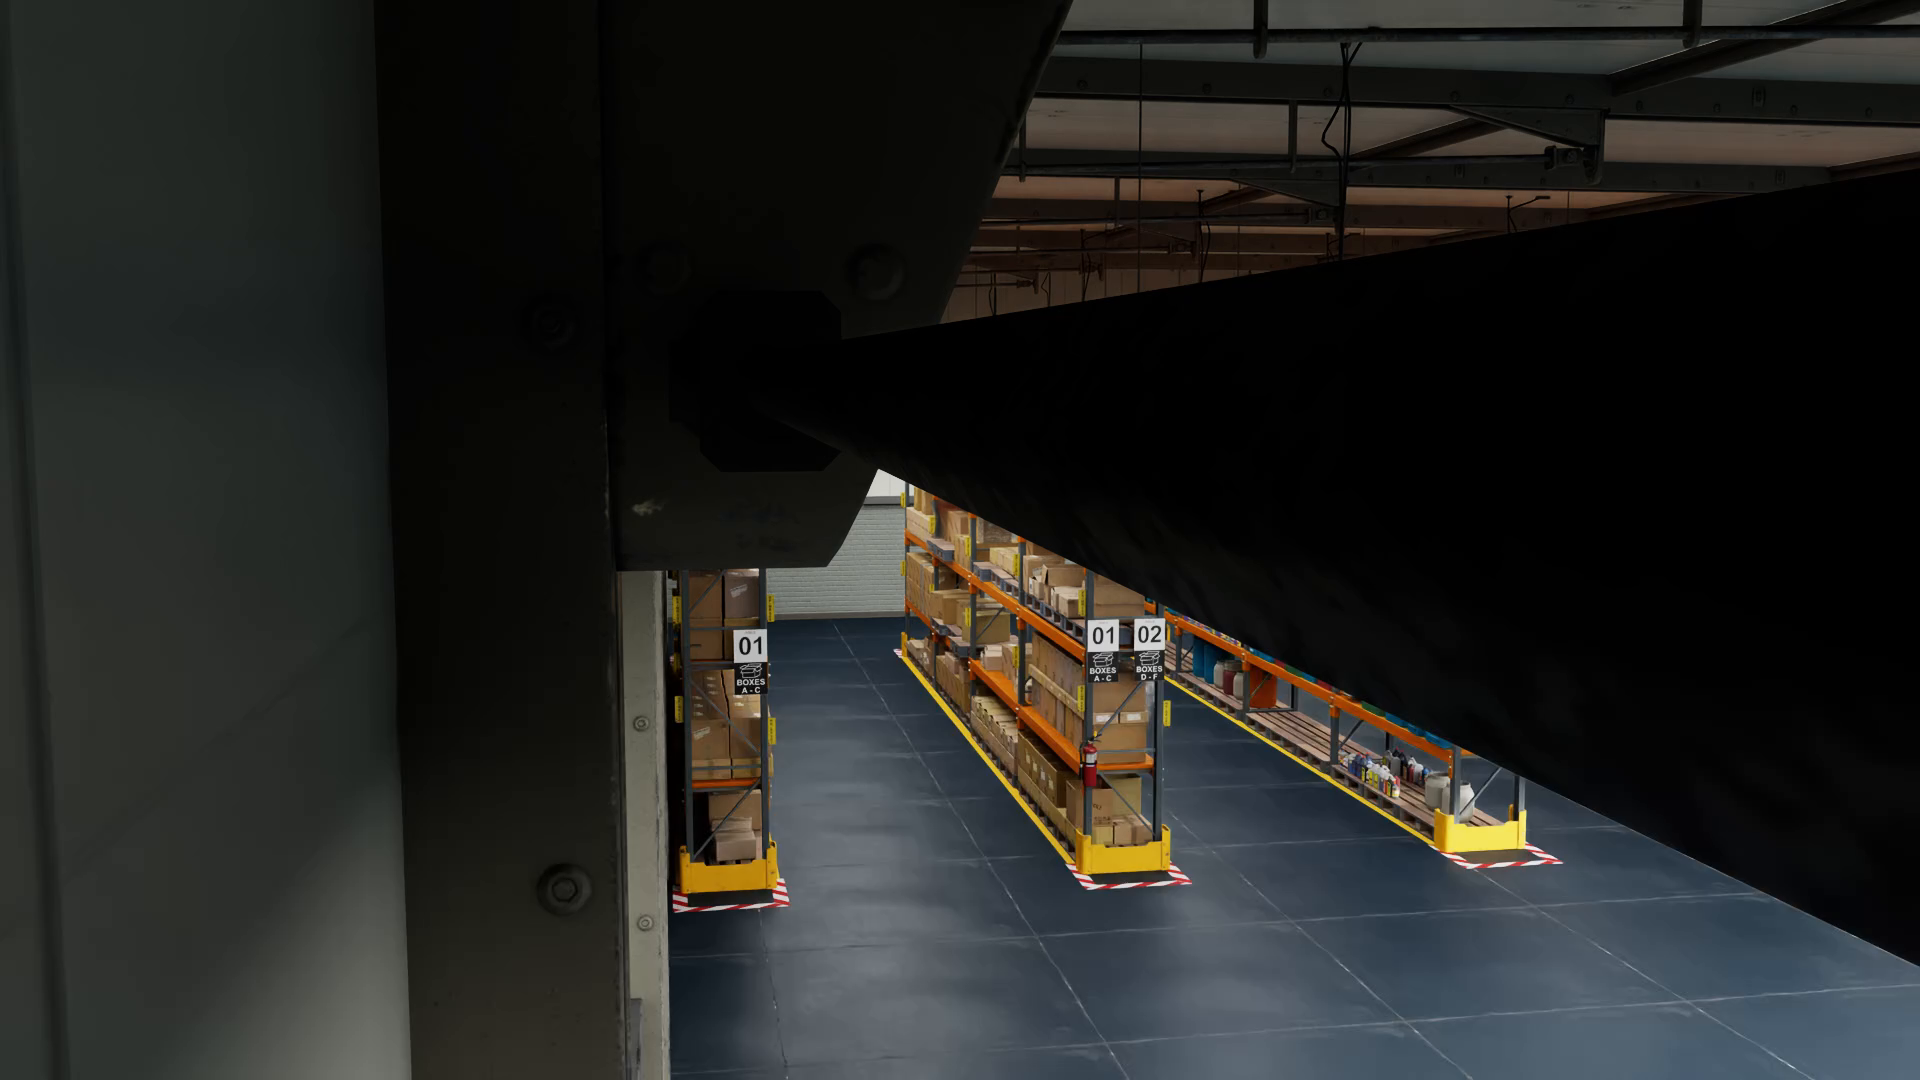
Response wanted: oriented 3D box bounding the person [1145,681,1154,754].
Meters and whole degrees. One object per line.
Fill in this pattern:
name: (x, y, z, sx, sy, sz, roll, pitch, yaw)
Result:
person: (2.932, 2.782, 26.557, 0.434, 1.561, 0.869, -1, 6, -7)
